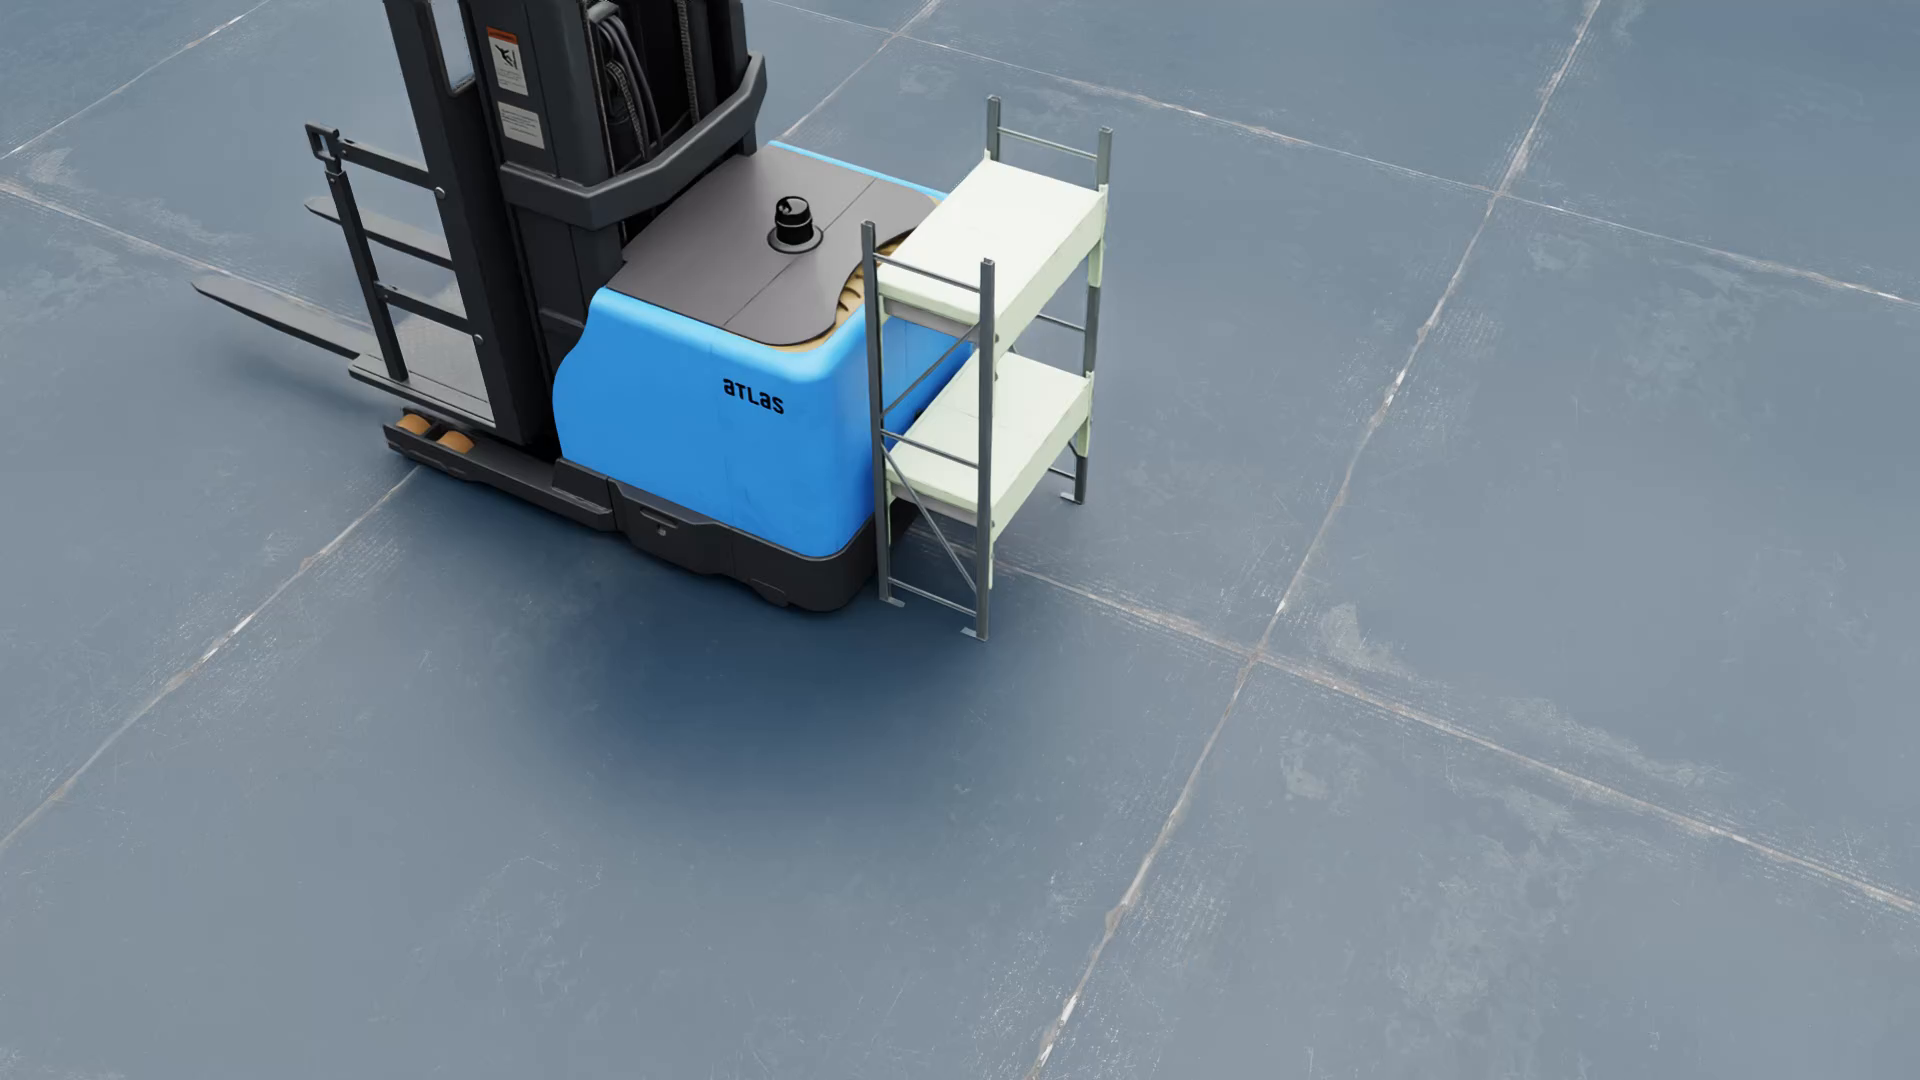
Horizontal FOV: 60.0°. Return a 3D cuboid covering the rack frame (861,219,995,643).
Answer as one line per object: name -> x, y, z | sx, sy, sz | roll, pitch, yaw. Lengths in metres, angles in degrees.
rack frame -> -0.088, -0.267, 4.960 | 0.400, 1.500, 0.023 | 21, 49, 20

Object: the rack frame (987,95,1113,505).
rack frame -> 0.262, -0.724, 5.411 | 0.400, 1.500, 0.023 | 21, 49, 20

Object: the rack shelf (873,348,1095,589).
rack shelf -> 0.087, -0.267, 5.417 | 0.431, 0.370, 0.720 | 21, 49, 20

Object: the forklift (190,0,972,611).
forklift -> -1.487, -1.562, 5.233 | 3.031, 2.935, 1.130 | 21, 49, 20

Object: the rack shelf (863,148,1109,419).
rack shelf -> 0.087, -0.770, 4.908 | 0.431, 0.370, 0.720 | 21, 49, 20

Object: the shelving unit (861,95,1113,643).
shelving unit -> 0.087, -0.496, 5.186 | 0.431, 1.500, 0.755 | 21, 49, 20
